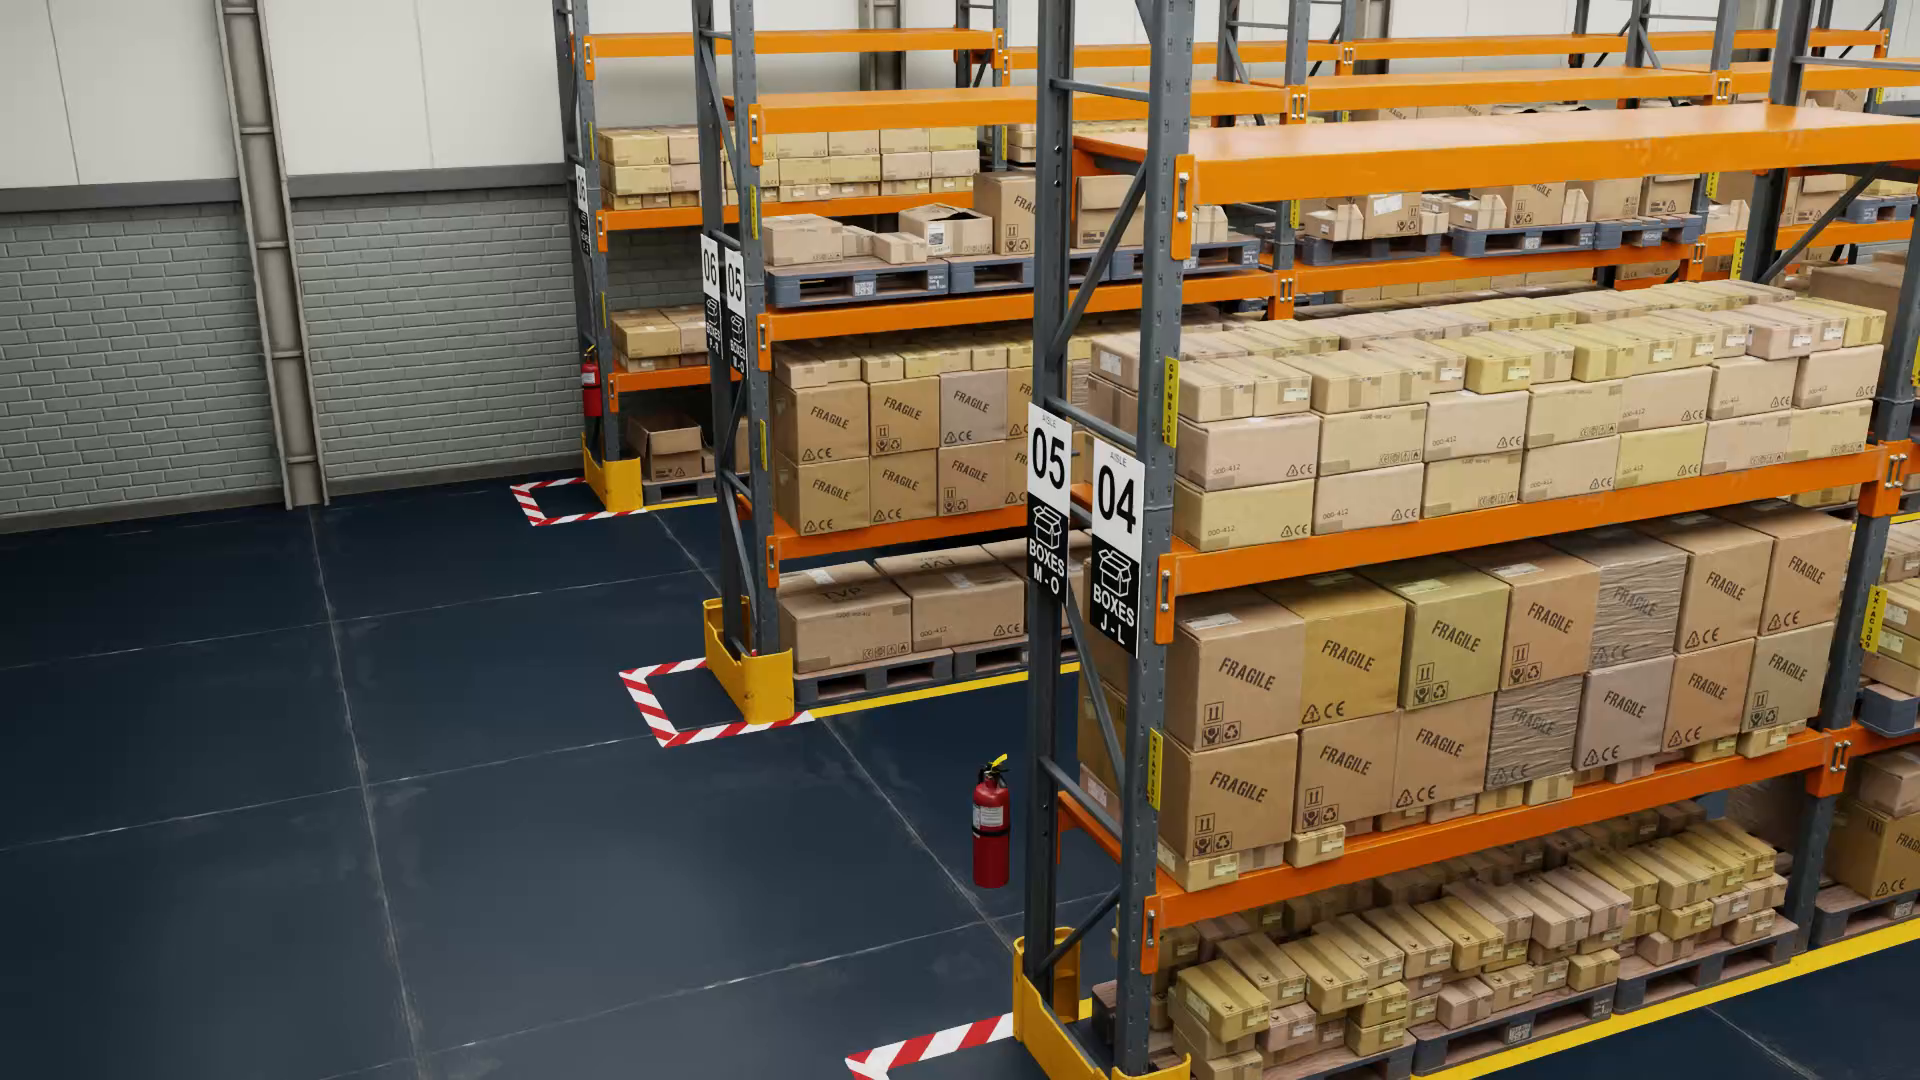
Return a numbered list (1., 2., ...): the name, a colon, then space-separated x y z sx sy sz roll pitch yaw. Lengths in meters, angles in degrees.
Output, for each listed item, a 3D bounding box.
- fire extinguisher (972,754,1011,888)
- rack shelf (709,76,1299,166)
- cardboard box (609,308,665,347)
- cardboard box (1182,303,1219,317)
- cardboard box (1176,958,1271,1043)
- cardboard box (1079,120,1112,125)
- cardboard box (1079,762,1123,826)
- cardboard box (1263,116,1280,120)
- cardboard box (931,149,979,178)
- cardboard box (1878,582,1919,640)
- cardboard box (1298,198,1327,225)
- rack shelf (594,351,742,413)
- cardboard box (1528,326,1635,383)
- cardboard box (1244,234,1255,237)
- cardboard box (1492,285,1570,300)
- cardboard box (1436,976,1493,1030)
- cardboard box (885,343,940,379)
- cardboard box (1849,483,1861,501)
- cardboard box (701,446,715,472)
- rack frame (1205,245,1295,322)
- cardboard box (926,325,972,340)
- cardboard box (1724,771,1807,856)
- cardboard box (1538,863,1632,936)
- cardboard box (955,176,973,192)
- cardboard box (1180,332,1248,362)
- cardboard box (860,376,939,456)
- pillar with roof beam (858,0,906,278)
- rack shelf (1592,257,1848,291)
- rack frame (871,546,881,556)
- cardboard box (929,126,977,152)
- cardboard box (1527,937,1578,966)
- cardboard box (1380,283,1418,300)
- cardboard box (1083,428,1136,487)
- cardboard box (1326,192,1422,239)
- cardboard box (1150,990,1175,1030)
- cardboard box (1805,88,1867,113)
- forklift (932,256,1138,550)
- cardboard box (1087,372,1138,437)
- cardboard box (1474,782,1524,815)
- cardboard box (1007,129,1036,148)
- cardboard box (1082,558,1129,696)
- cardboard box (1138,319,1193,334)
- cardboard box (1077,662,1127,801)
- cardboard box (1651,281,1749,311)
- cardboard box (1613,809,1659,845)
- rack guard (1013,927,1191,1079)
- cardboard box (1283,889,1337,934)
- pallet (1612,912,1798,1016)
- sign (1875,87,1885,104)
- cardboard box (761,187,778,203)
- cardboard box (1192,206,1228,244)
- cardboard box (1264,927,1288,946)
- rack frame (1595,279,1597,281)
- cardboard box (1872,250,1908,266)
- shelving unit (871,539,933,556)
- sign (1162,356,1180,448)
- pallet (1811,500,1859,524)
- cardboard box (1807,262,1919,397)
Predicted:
1. fire extinguisher: 0.144 1.259 7.607 0.183 0.674 0.296 -8 21 -22
2. rack shelf: 0.341 -2.907 11.413 4.000 0.370 1.077 -8 21 -22
3. cardboard box: -3.148 -2.066 16.151 0.500 0.250 0.500 -8 21 -20
4. cardboard box: 1.784 -1.730 12.787 0.250 0.149 0.380 -8 21 -23
5. cardboard box: 1.173 2.055 7.433 0.250 0.149 0.380 -9 21 -24
6. cardboard box: 1.384 -4.272 17.271 0.250 0.149 0.380 -9 21 -24
7. cardboard box: 0.745 1.144 7.635 0.250 0.149 0.380 -8 21 -22
8. cardboard box: 3.398 -4.442 17.783 0.250 0.149 0.380 -9 21 -24
9. cardboard box: -0.136 -3.726 16.348 0.500 0.250 0.500 -8 21 -22
10. cardboard box: 4.774 0.356 8.343 0.250 0.149 0.380 -7 21 -19
11. cardboard box: 2.903 -2.619 12.929 0.500 0.311 0.500 -8 21 -22
12. rack shelf: -1.629 -1.779 16.641 4.000 0.370 1.077 -8 21 -22
13. cardboard box: 2.650 -0.798 7.127 0.250 0.149 0.380 -9 21 -23
14. cardboard box: 3.346 -3.133 18.620 0.500 0.500 0.500 -7 21 -19
15. cardboard box: 4.848 -1.854 14.116 0.500 0.500 0.500 -8 21 -22
16. cardboard box: 2.337 2.167 8.013 0.250 0.149 0.380 -9 21 -25
17. cardboard box: -0.329 -1.224 11.350 0.250 0.149 0.380 -9 21 -24
18. cardboard box: 8.383 -0.714 15.857 0.625 0.372 0.950 -7 21 -19
19. cardboard box: -2.461 -0.804 16.449 0.250 0.149 0.380 -9 21 -24
20. rack frame: 2.177 -0.868 12.971 0.127 3.000 1.000 -8 21 -22
21. cardboard box: -0.096 -1.459 12.018 0.250 0.149 0.380 -8 21 -21
22. cardboard box: 4.810 1.435 9.561 0.500 0.500 0.500 -9 21 -23
23. cardboard box: 3.081 1.775 8.228 0.250 0.149 0.380 -9 21 -25
24. cardboard box: -0.006 -3.540 16.422 0.250 0.149 0.380 -8 21 -22
25. cardboard box: 1.003 -0.756 7.009 0.250 0.149 0.380 -8 21 -21
26. cardboard box: -0.471 -0.907 11.425 0.500 0.500 0.500 -9 21 -23
27. pillar with roof beam: 0.916 -4.081 13.064 0.400 9.000 9.100 -8 21 -22
28. rack shelf: 9.389 -3.357 21.124 4.000 0.370 1.077 -8 21 -22
29. rack frame: -0.747 -0.461 14.526 0.015 1.200 0.240 -8 21 -21
30. cardboard box: -0.161 -3.962 16.266 0.500 0.250 0.500 -8 21 -22
31. cardboard box: 2.835 1.925 8.252 0.250 0.149 0.380 -9 21 -24
32. cardboard box: 4.848 -2.885 18.925 0.500 0.250 0.500 -9 21 -23
33. cardboard box: 0.870 -0.330 7.153 0.500 0.250 0.500 -9 21 -23
34. cardboard box: 3.101 -2.556 12.464 0.500 0.500 0.500 -9 21 -23
35. cardboard box: 0.958 2.168 8.008 0.250 0.149 0.380 -8 21 -21
36. cardboard box: 10.916 -5.535 20.774 0.500 0.500 0.500 -7 21 -20
37. forklift: 1.093 -1.553 15.020 3.031 2.935 1.130 -8 21 -21
38. cardboard box: 0.880 -0.564 7.063 0.500 0.250 0.500 -9 21 -24
39. cardboard box: 2.397 1.110 7.733 0.250 0.149 0.380 -7 21 -20
40. cardboard box: 0.655 -3.969 16.408 0.250 0.149 0.380 -8 21 -20
41. cardboard box: 0.879 0.359 7.381 0.500 0.500 0.500 -9 21 -23
42. cardboard box: 1.502 -1.524 12.200 0.250 0.149 0.380 -8 21 -22
43. cardboard box: 0.868 0.829 7.552 0.500 0.500 0.500 -8 21 -21
44. cardboard box: 3.604 -1.150 8.127 0.250 0.149 0.380 -9 21 -24
45. cardboard box: 3.556 1.495 9.025 0.250 0.149 0.380 -7 21 -19
46. rack guard: 0.627 2.323 7.670 0.348 0.500 1.175 -8 21 -22
47. cardboard box: 1.647 1.770 8.242 0.250 0.149 0.380 -9 21 -24
48. pallet: 3.628 2.043 8.903 1.213 0.211 1.003 -8 21 -22
49. sign: 11.428 -5.588 20.645 0.005 0.325 0.100 -8 21 -22
50. cardboard box: -1.898 -3.283 15.691 0.250 0.149 0.380 -8 21 -23
51. cardboard box: 1.717 -2.283 11.893 0.258 0.266 0.396 -7 21 -20
52. cardboard box: 1.406 1.935 8.221 0.250 0.149 0.380 -9 21 -24
53. rack frame: 7.553 -3.434 20.257 0.127 3.000 1.000 -8 21 -22
54. cardboard box: 8.951 -2.658 15.847 0.250 0.149 0.380 -8 21 -22
55. shelving unit: -0.522 -0.493 14.615 0.503 1.200 0.258 -8 21 -21
56. sign: 0.773 -0.507 6.114 0.005 0.325 0.100 -8 21 -22
57. pallet: 7.686 -0.340 15.671 1.213 0.211 1.003 -8 21 -22
58. cardboard box: 4.622 -1.048 8.183 0.500 0.500 0.700 -8 21 -22
